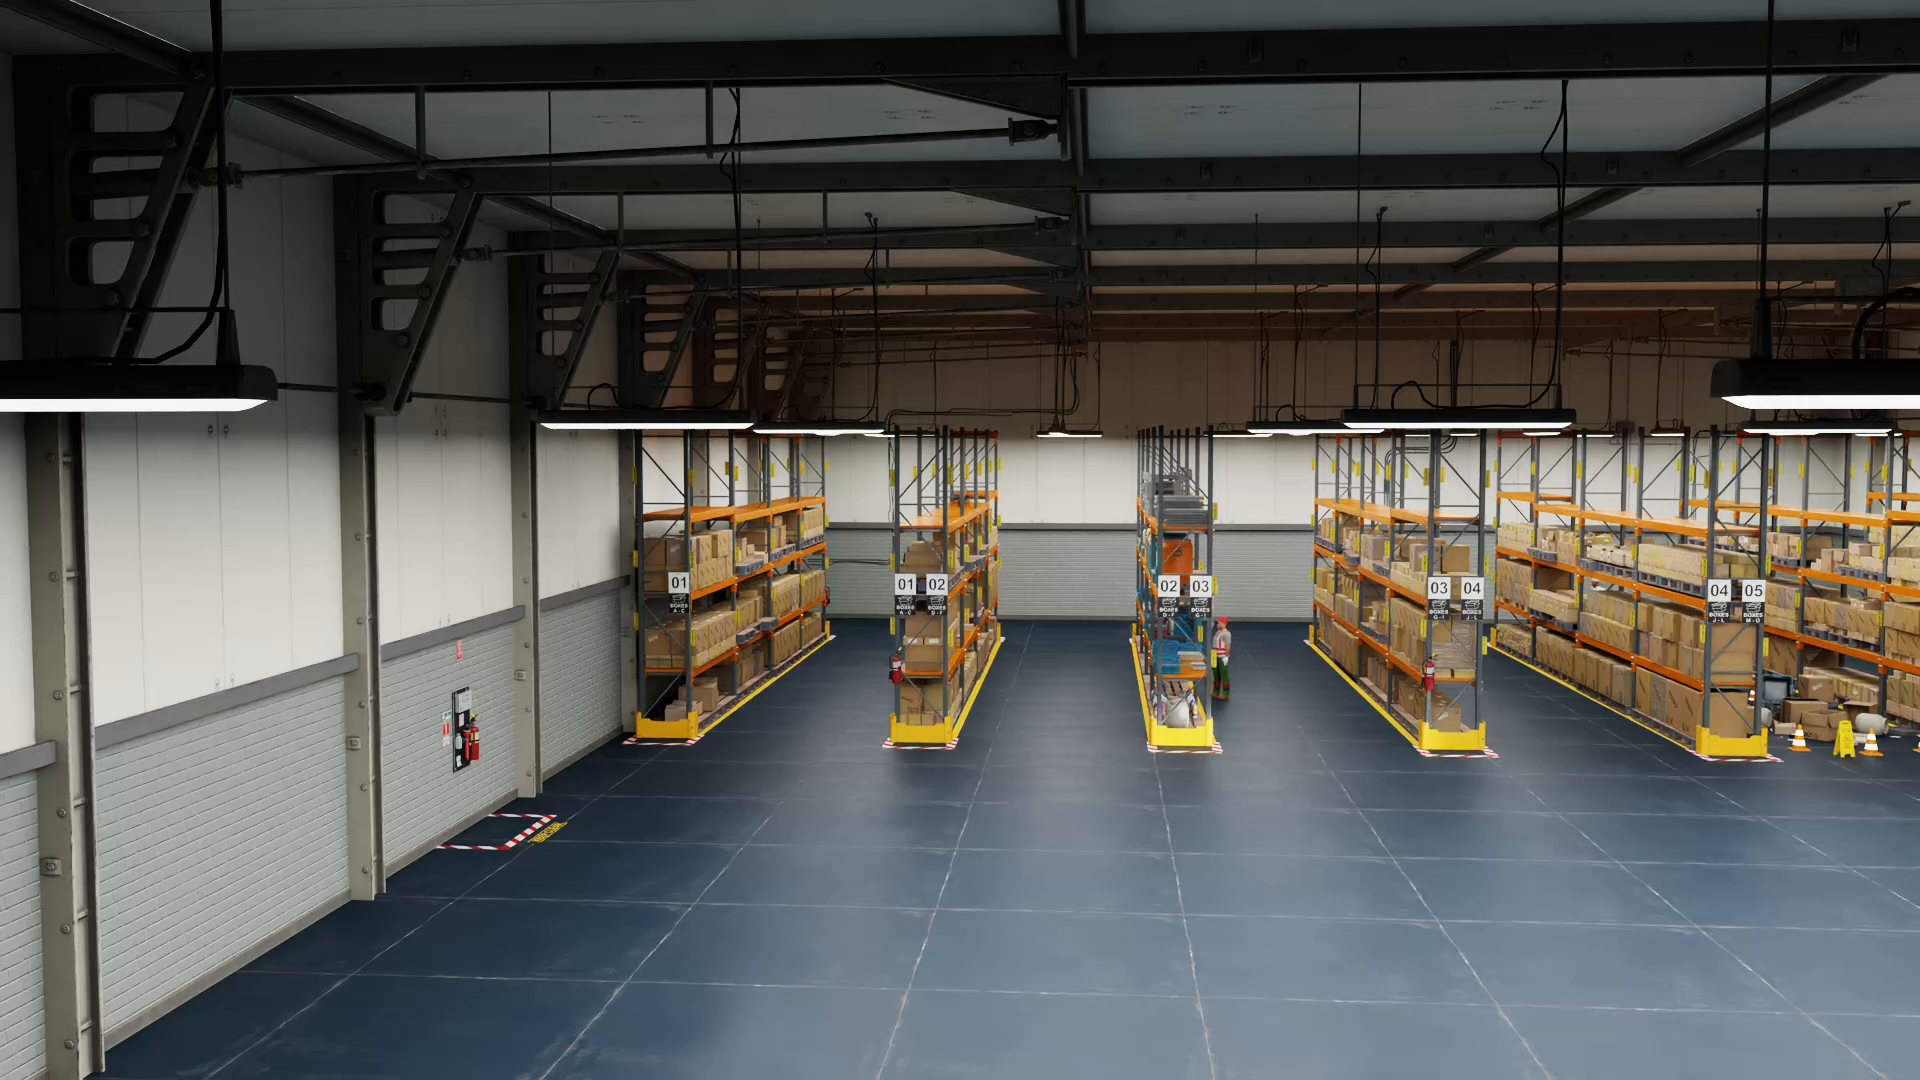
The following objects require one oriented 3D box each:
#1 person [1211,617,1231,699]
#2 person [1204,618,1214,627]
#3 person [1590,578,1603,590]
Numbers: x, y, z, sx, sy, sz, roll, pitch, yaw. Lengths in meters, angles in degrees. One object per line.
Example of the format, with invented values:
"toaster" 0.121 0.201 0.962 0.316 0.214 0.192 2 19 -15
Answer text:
"person" 5.766 2.603 36.866 0.386 1.795 0.590 -2 4 -27
"person" 7.177 1.893 49.814 0.921 1.653 0.515 -2 4 -35
"person" 18.416 1.941 48.192 0.572 1.753 0.582 0 3 0
